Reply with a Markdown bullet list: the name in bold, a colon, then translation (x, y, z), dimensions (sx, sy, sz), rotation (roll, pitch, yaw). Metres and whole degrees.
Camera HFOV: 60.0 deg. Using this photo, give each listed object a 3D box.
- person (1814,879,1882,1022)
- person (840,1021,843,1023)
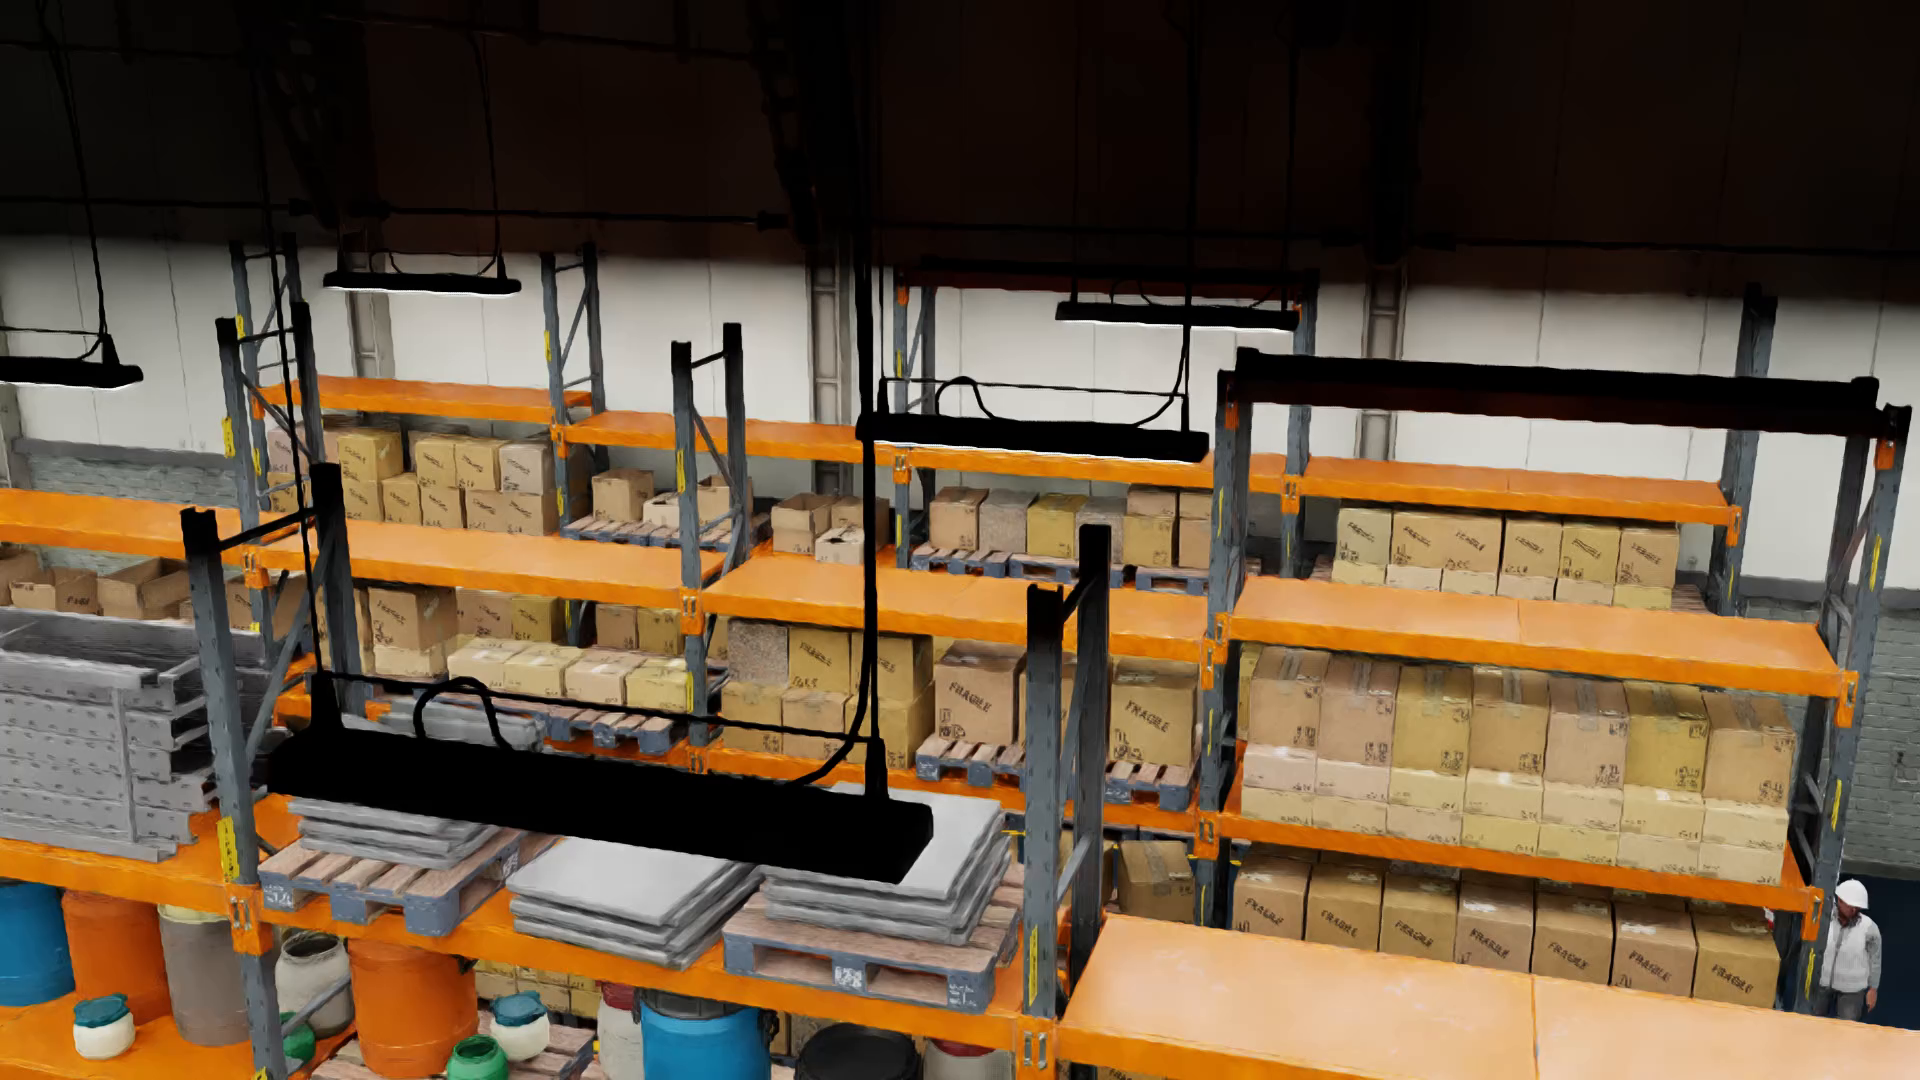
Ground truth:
- **person**: translation (7.011, 3.524, 13.308), dimensions (0.626, 1.777, 0.461), rotation (14, 21, 39)
- **person**: translation (-0.637, 3.943, 12.032), dimensions (0.576, 1.673, 0.463), rotation (-1, 16, -3)
